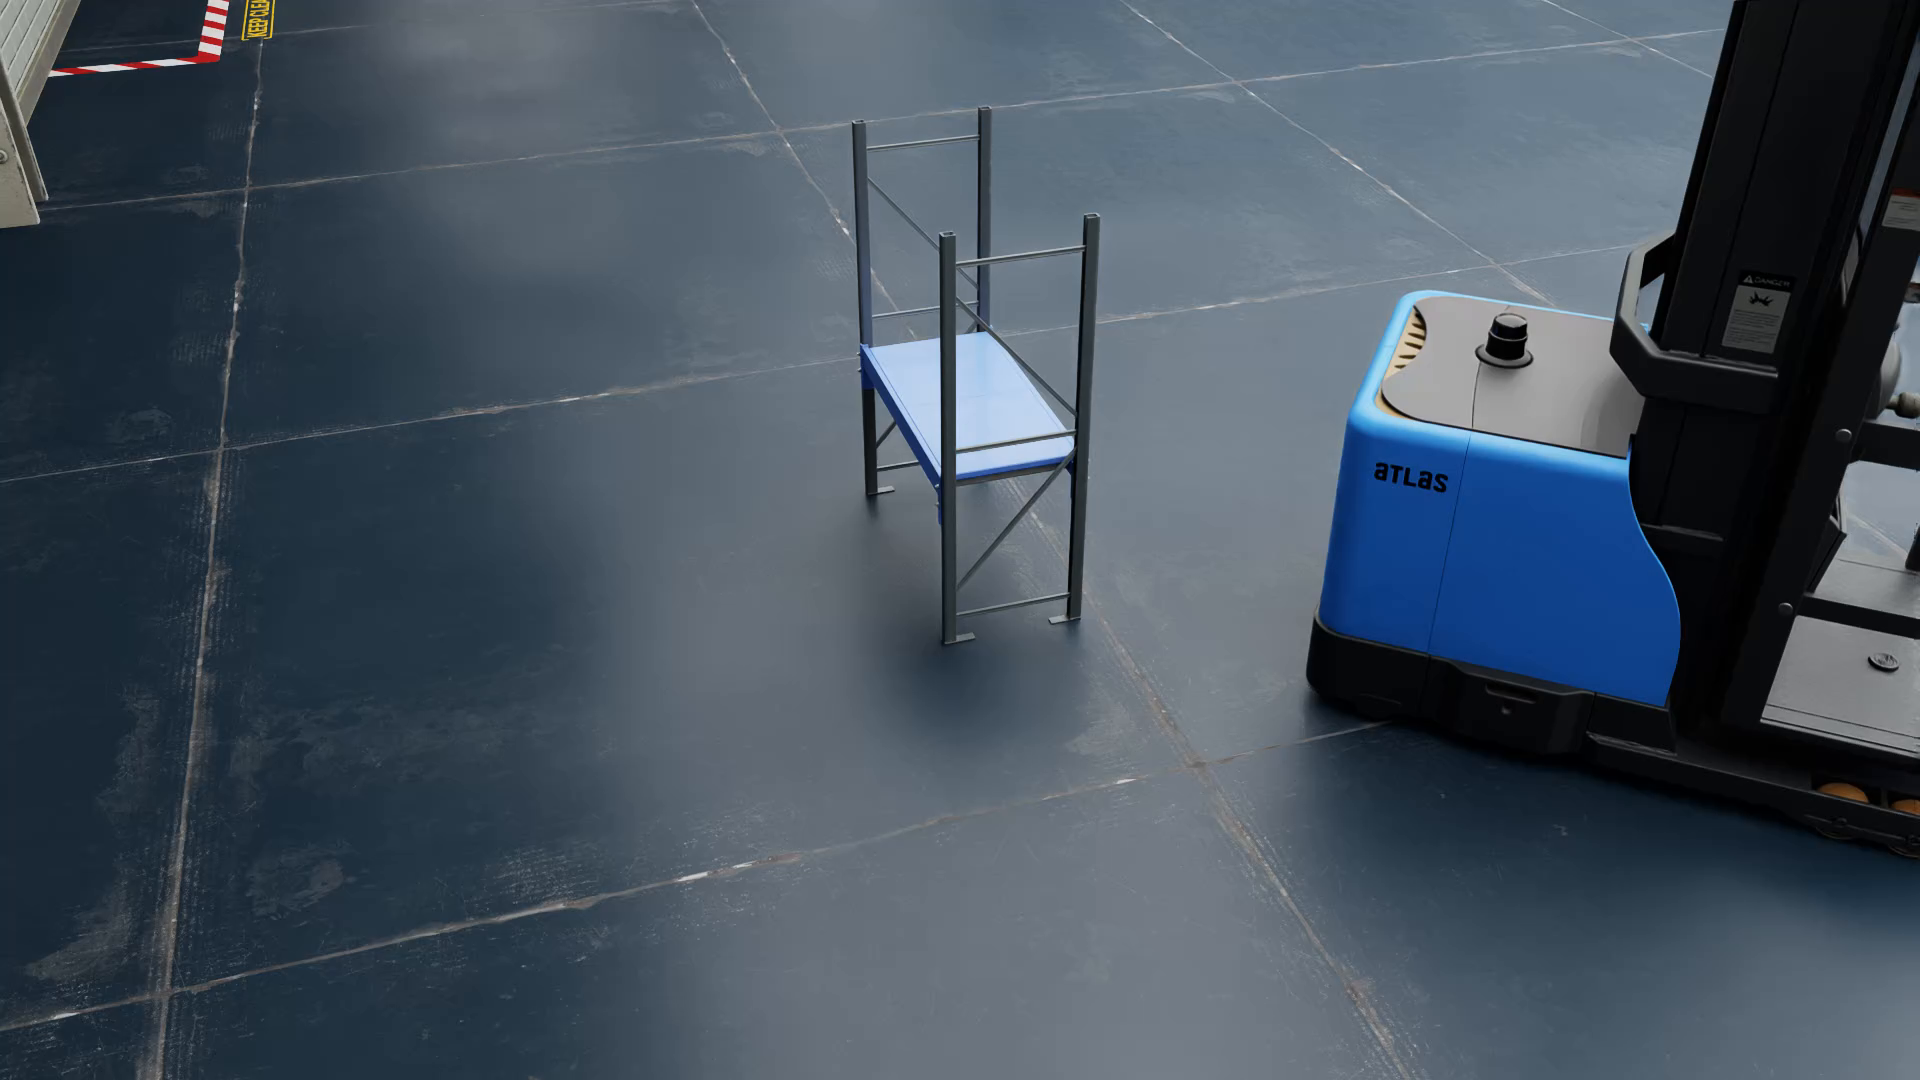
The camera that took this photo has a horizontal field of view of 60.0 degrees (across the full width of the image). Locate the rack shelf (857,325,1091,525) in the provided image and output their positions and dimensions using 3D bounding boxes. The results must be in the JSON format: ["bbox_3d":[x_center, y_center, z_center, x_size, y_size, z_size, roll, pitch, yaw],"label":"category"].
[{"bbox_3d":[0.026,-0.431,5.868,0.538,0.185,1.000,-10,35,-15],"label":"rack shelf"}]

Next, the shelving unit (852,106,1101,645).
[{"bbox_3d":[0.026,-0.581,5.769,0.538,1.500,1.048,-10,35,-15],"label":"shelving unit"}]

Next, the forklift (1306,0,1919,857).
[{"bbox_3d":[2.701,-0.632,4.548,3.031,2.935,1.130,13,36,18],"label":"forklift"}]

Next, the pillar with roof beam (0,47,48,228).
[{"bbox_3d":[-0.969,-6.224,7.507,9.100,9.000,0.400,-10,35,-15],"label":"pillar with roof beam"}]

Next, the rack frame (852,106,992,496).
[{"bbox_3d":[-0.129,-0.848,6.173,0.500,1.500,0.032,-10,35,-15],"label":"rack frame"}]

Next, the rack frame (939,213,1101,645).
[{"bbox_3d":[0.181,-0.314,5.365,0.500,1.500,0.032,-10,35,-15],"label":"rack frame"}]
